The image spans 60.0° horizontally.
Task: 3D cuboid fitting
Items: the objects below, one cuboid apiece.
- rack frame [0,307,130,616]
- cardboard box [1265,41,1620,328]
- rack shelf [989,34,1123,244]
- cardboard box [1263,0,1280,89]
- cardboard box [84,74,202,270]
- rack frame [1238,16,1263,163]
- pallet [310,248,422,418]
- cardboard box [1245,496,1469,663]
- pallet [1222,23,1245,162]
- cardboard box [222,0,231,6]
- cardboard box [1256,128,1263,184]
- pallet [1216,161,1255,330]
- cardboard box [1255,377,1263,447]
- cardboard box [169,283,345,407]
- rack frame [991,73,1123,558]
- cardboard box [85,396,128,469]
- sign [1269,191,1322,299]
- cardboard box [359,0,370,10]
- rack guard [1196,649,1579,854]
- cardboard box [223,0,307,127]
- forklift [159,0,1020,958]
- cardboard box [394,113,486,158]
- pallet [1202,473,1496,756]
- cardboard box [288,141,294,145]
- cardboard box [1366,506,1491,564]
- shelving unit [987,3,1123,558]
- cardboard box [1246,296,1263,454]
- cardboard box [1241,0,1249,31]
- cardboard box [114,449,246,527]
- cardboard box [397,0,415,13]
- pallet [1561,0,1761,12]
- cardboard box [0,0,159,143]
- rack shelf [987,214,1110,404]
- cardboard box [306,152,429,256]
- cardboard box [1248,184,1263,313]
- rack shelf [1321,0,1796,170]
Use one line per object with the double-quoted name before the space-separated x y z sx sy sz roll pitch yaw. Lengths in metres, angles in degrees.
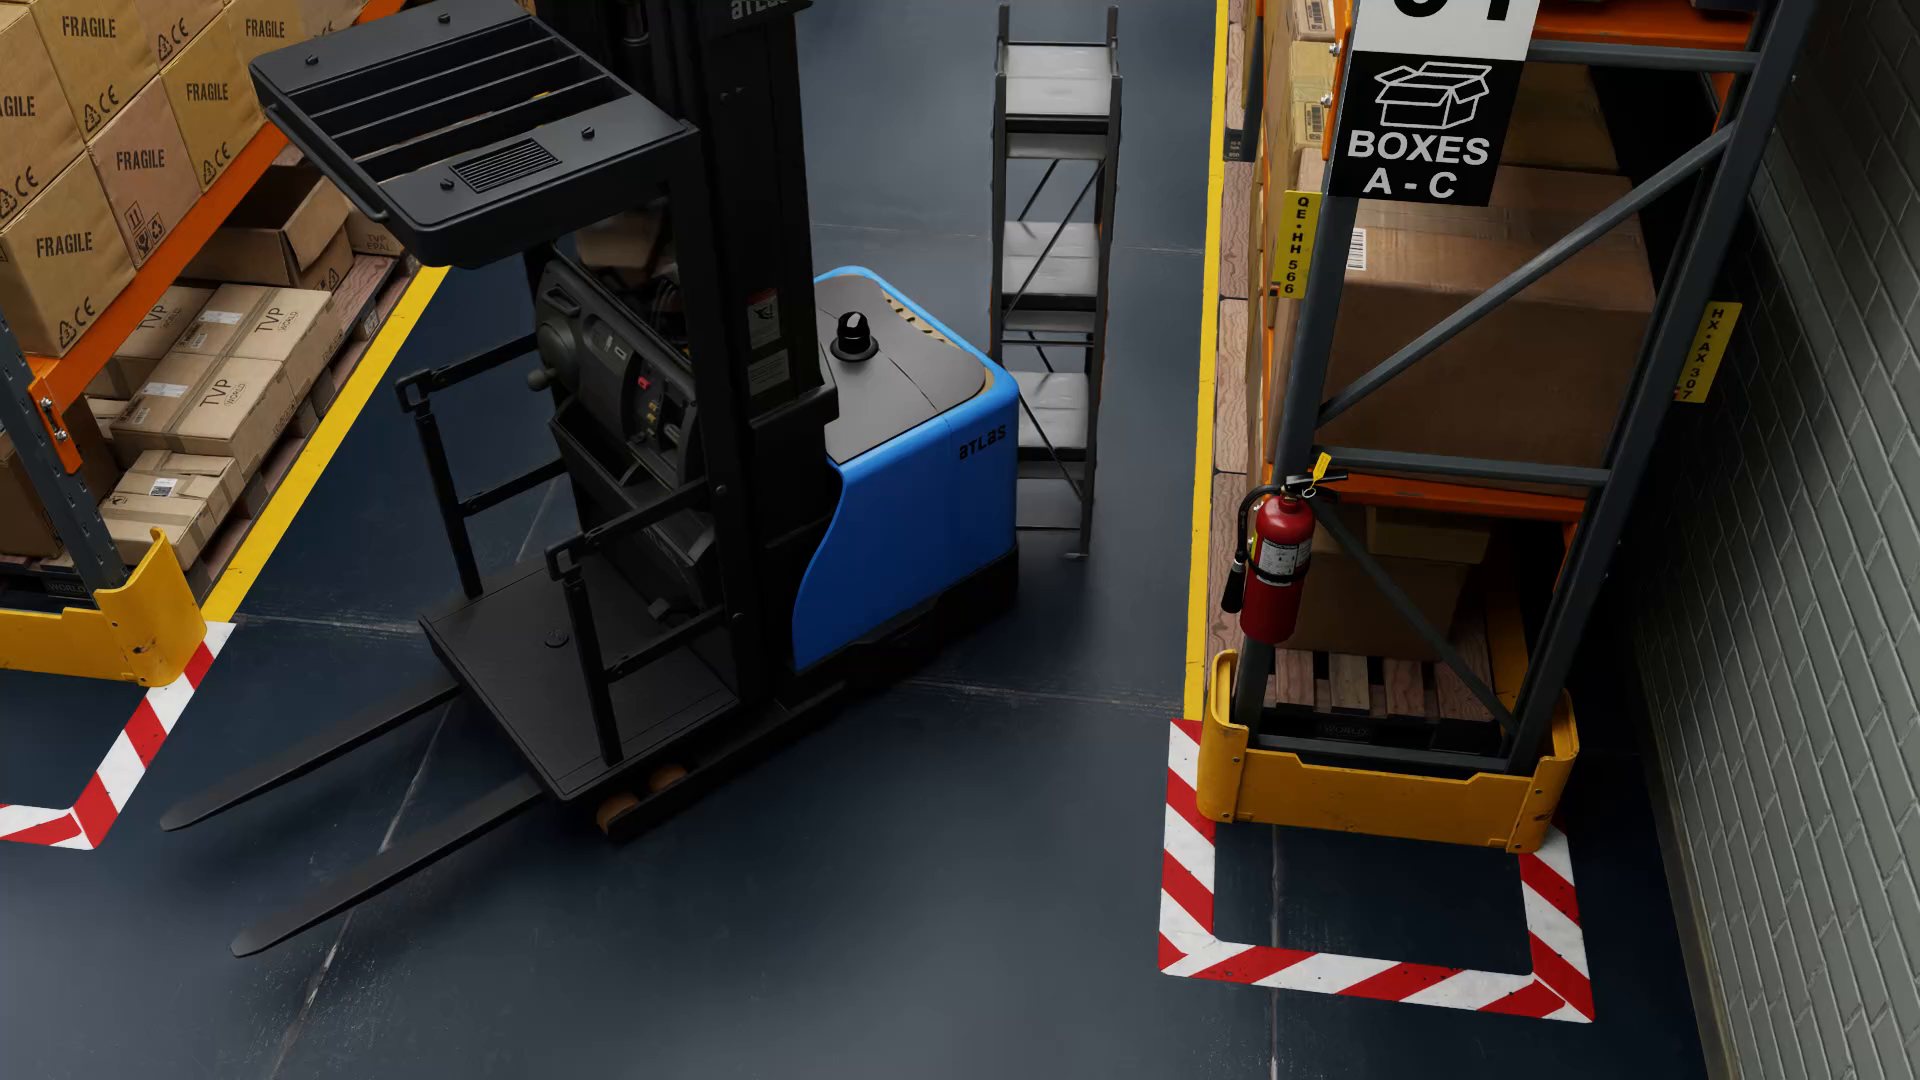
"rack frame" -3.491 -0.655 5.260 1.000 3.000 0.127 5 44 6
"cardboard box" 1.562 -1.161 5.577 0.980 0.700 0.700 5 44 5
"rack shelf" 0.322 -1.368 5.669 0.431 0.518 0.480 2 43 2
"cardboard box" 1.759 -2.177 6.649 0.980 0.700 0.700 4 44 4
"cardboard box" -3.108 -1.321 5.891 0.500 0.500 0.500 5 44 5
"rack frame" 1.948 -2.933 7.666 1.000 3.000 0.127 5 44 6
"pallet" -3.213 -1.066 7.723 1.003 0.211 1.213 5 44 6
"cardboard box" 1.413 0.062 6.015 0.700 0.500 0.500 5 44 6
"pallet" 1.976 -2.453 9.187 1.003 0.211 1.213 5 44 6
"cardboard box" -2.972 -2.376 6.278 0.500 0.500 0.500 5 44 5
"cardboard box" 1.522 -1.696 7.401 0.380 0.149 0.250 7 44 7
"pallet" 1.770 -1.409 8.085 1.003 0.211 1.213 5 44 6
"cardboard box" 1.282 -0.452 6.086 0.380 0.149 0.250 6 44 7
"cardboard box" -3.006 -0.842 7.138 0.500 0.250 0.500 5 44 6
"rack frame" 0.312 -0.701 5.964 0.400 2.100 0.015 2 43 2
"cardboard box" -3.521 -0.446 6.781 0.380 0.166 0.250 5 44 6
"sign" 0.884 -0.772 4.369 0.100 0.325 0.005 5 44 6
"cardboard box" -2.841 -2.702 7.349 0.500 0.500 0.500 6 44 7
"rack guard" 1.416 0.717 5.629 1.175 0.500 0.348 5 44 6
"cardboard box" -2.971 -2.004 6.612 0.500 0.500 0.500 6 44 6
"forklift" -1.241 -0.457 5.101 3.031 2.935 1.130 -29 51 -27
"cardboard box" -2.756 -2.219 8.410 0.500 0.500 0.500 5 44 6
"pallet" 1.448 0.254 6.329 1.003 0.211 1.213 5 44 6
"cardboard box" -3.232 -2.298 8.631 0.500 0.311 0.500 5 44 6
"cardboard box" 1.595 -0.070 5.683 0.380 0.149 0.250 6 44 6
"shelving unit" 0.322 -0.869 6.141 0.431 2.100 0.503 2 43 2
"cardboard box" 1.545 -0.622 6.738 0.700 0.500 0.500 4 44 4
"cardboard box" 2.020 -3.366 9.381 0.750 0.750 0.750 6 44 7
"cardboard box" -3.062 -0.210 6.531 0.380 0.166 0.250 5 44 6
"cardboard box" -3.181 -2.995 9.230 0.500 0.500 0.500 5 44 5
"pallet" 1.507 -1.770 4.321 1.003 0.211 1.213 5 44 6
"cardboard box" -3.109 -1.689 5.553 0.500 0.500 0.500 6 44 6
"rack shelf" 0.322 -0.859 6.150 0.431 0.518 0.480 2 43 2
"cardboard box" -2.856 -1.639 7.935 0.500 0.311 0.500 5 44 6
"cardboard box" 1.678 -1.335 7.491 0.700 0.500 0.500 5 44 5
"rack shelf" 1.684 -2.398 5.442 1.077 0.370 4.000 5 44 6
